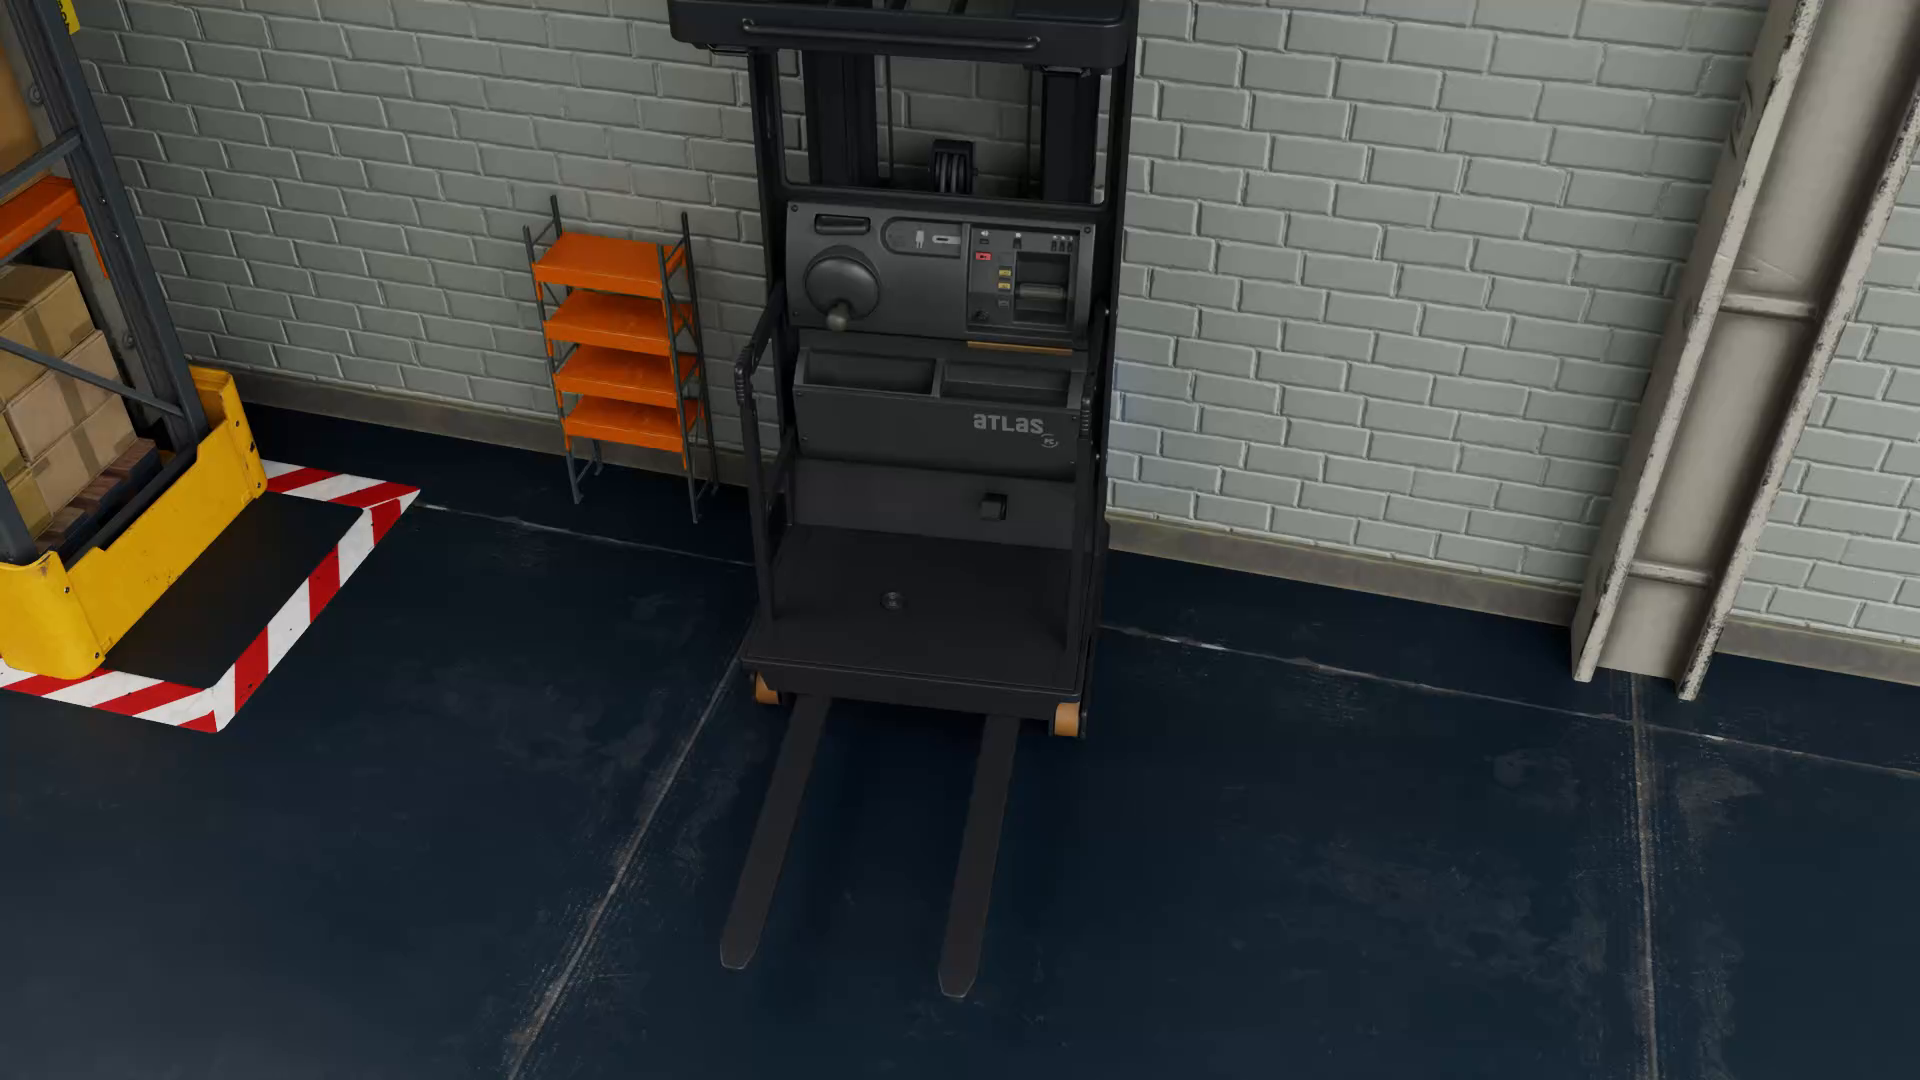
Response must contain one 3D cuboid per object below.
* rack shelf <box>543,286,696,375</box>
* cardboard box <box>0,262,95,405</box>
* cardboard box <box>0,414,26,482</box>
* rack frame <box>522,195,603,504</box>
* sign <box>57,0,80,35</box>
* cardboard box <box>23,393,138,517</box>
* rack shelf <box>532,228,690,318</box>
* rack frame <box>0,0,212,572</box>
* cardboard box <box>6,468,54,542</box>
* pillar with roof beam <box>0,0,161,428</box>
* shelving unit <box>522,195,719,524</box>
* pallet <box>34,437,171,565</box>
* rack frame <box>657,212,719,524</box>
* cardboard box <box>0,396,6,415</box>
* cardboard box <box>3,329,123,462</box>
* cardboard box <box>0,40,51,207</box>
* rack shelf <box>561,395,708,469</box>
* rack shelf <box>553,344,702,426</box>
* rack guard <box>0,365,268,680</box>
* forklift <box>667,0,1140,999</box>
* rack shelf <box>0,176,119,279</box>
[{"bbox_3d":[-1.214,-0.755,5.973,0.480,0.148,0.258,9,41,11],"label":"rack shelf"},{"bbox_3d":[-3.447,-0.745,5.838,0.500,0.250,0.500,9,41,11],"label":"cardboard box"},{"bbox_3d":[-3.583,-0.242,5.629,0.500,0.250,0.500,9,41,11],"label":"cardboard box"},{"bbox_3d":[-1.450,-0.674,6.120,0.015,1.200,0.240,9,41,11],"label":"rack frame"},{"bbox_3d":[-2.882,-1.762,5.281,0.005,0.325,0.100,10,41,11],"label":"sign"},{"bbox_3d":[-3.455,-0.367,6.167,0.500,0.250,0.500,10,41,12],"label":"cardboard box"},{"bbox_3d":[-1.214,-0.936,5.821,0.480,0.148,0.258,9,41,11],"label":"rack shelf"},{"bbox_3d":[-3.032,-1.056,5.175,0.127,3.000,1.000,10,41,11],"label":"rack frame"},{"bbox_3d":[-3.567,-0.046,5.784,0.500,0.250,0.500,10,41,12],"label":"cardboard box"},{"bbox_3d":[-4.584,-1.355,0.866,0.400,9.000,9.100,10,41,11],"label":"pillar with roof beam"},{"bbox_3d":[-1.214,-0.636,6.074,0.503,1.200,0.258,9,41,11],"label":"shelving unit"},{"bbox_3d":[-3.781,-0.090,6.193,1.213,0.211,1.003,10,41,11],"label":"pallet"},{"bbox_3d":[-0.977,-0.597,6.028,0.015,1.200,0.240,9,41,11],"label":"rack frame"},{"bbox_3d":[-3.557,-0.430,5.464,0.500,0.250,0.500,11,41,13],"label":"cardboard box"},{"bbox_3d":[-3.432,-0.563,6.011,0.500,0.250,0.500,10,41,12],"label":"cardboard box"},{"bbox_3d":[-3.438,-1.350,5.447,0.500,0.500,0.500,11,41,13],"label":"cardboard box"},{"bbox_3d":[-1.214,-0.432,6.245,0.480,0.148,0.258,9,41,11],"label":"rack shelf"},{"bbox_3d":[-1.214,-0.584,6.117,0.480,0.148,0.258,9,41,11],"label":"rack shelf"},{"bbox_3d":[-3.008,-0.095,5.975,0.348,0.500,1.175,10,41,11],"label":"rack guard"},{"bbox_3d":[-0.094,-0.722,4.831,1.130,2.935,3.031,6,40,7],"label":"forklift"},{"bbox_3d":[-4.964,-1.113,5.803,4.000,0.370,1.077,10,41,11],"label":"rack shelf"}]
